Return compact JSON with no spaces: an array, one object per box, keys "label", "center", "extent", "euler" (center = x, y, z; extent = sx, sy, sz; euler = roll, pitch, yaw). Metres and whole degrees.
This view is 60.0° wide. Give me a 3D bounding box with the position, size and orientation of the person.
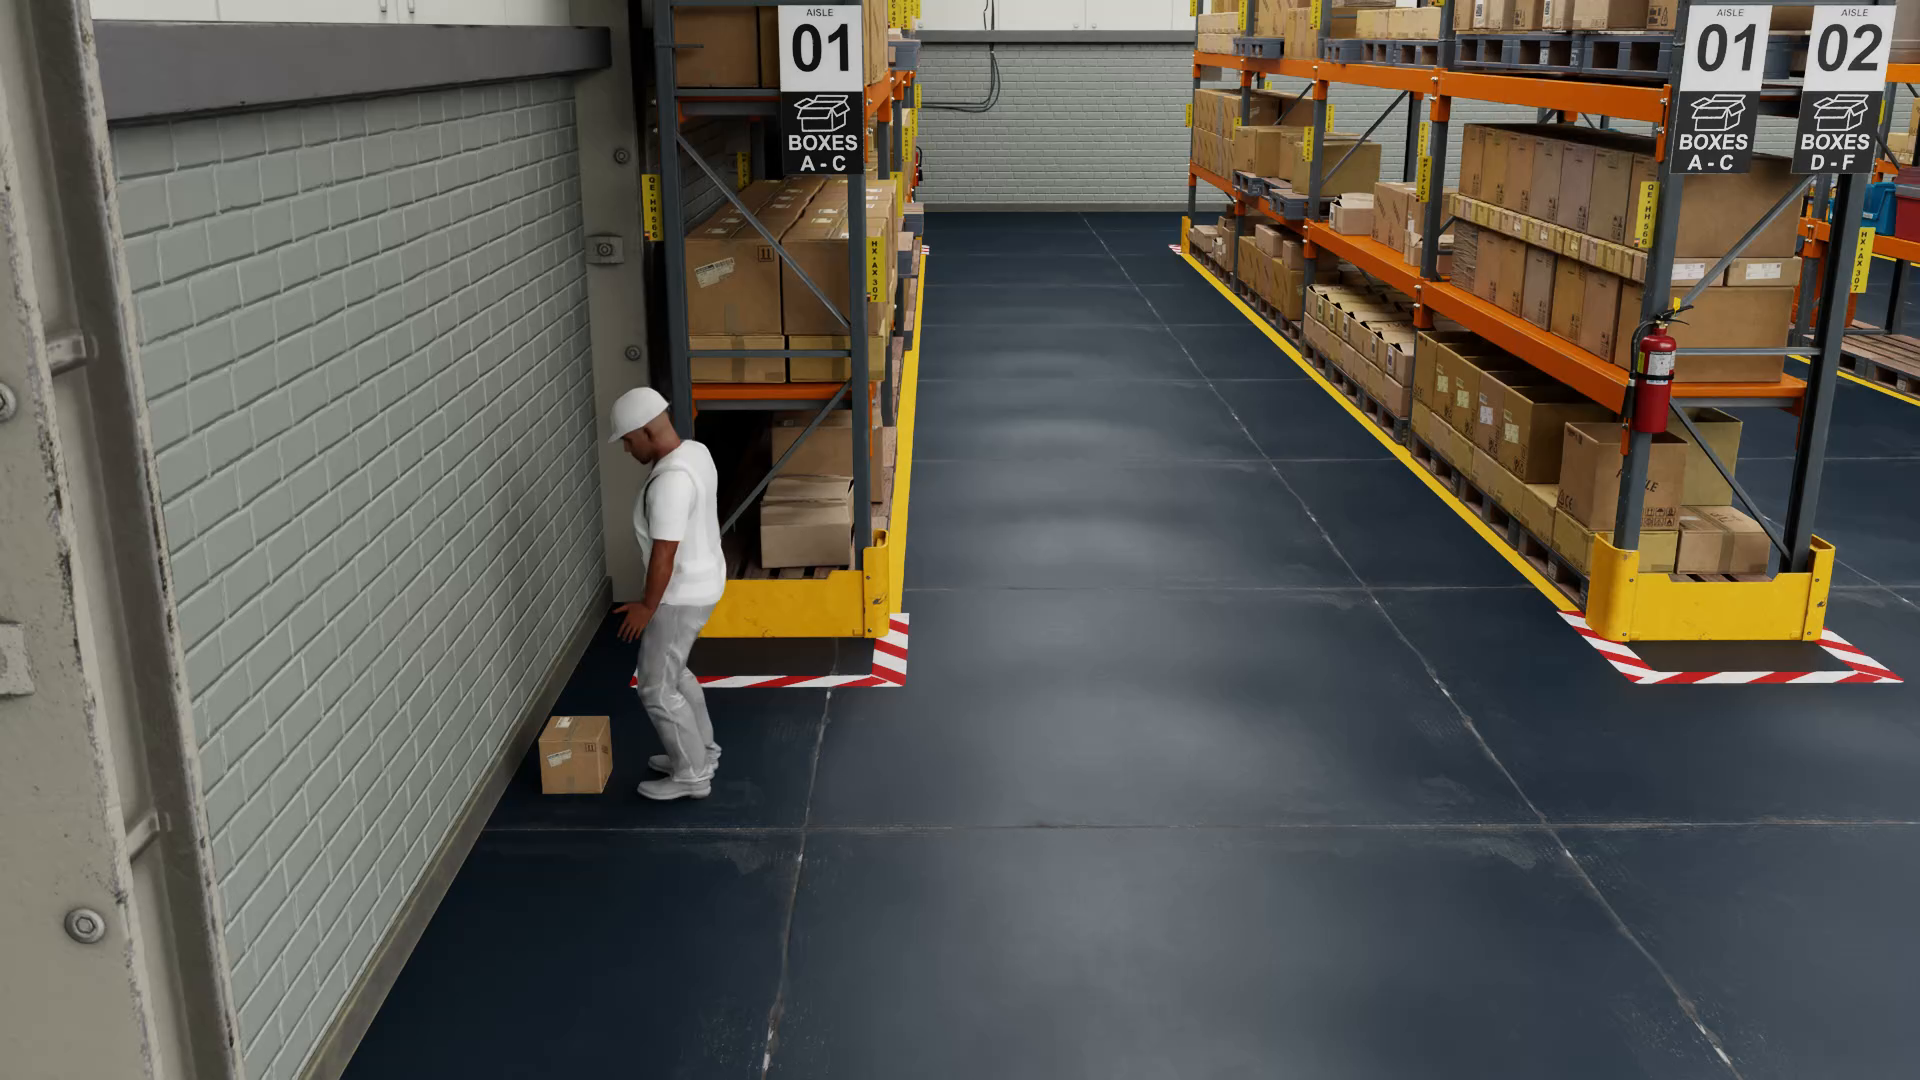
[{"label":"person","center":[-1.194,0.221,6.855],"extent":[0.437,1.726,0.588],"euler":[0,17,1]}]
